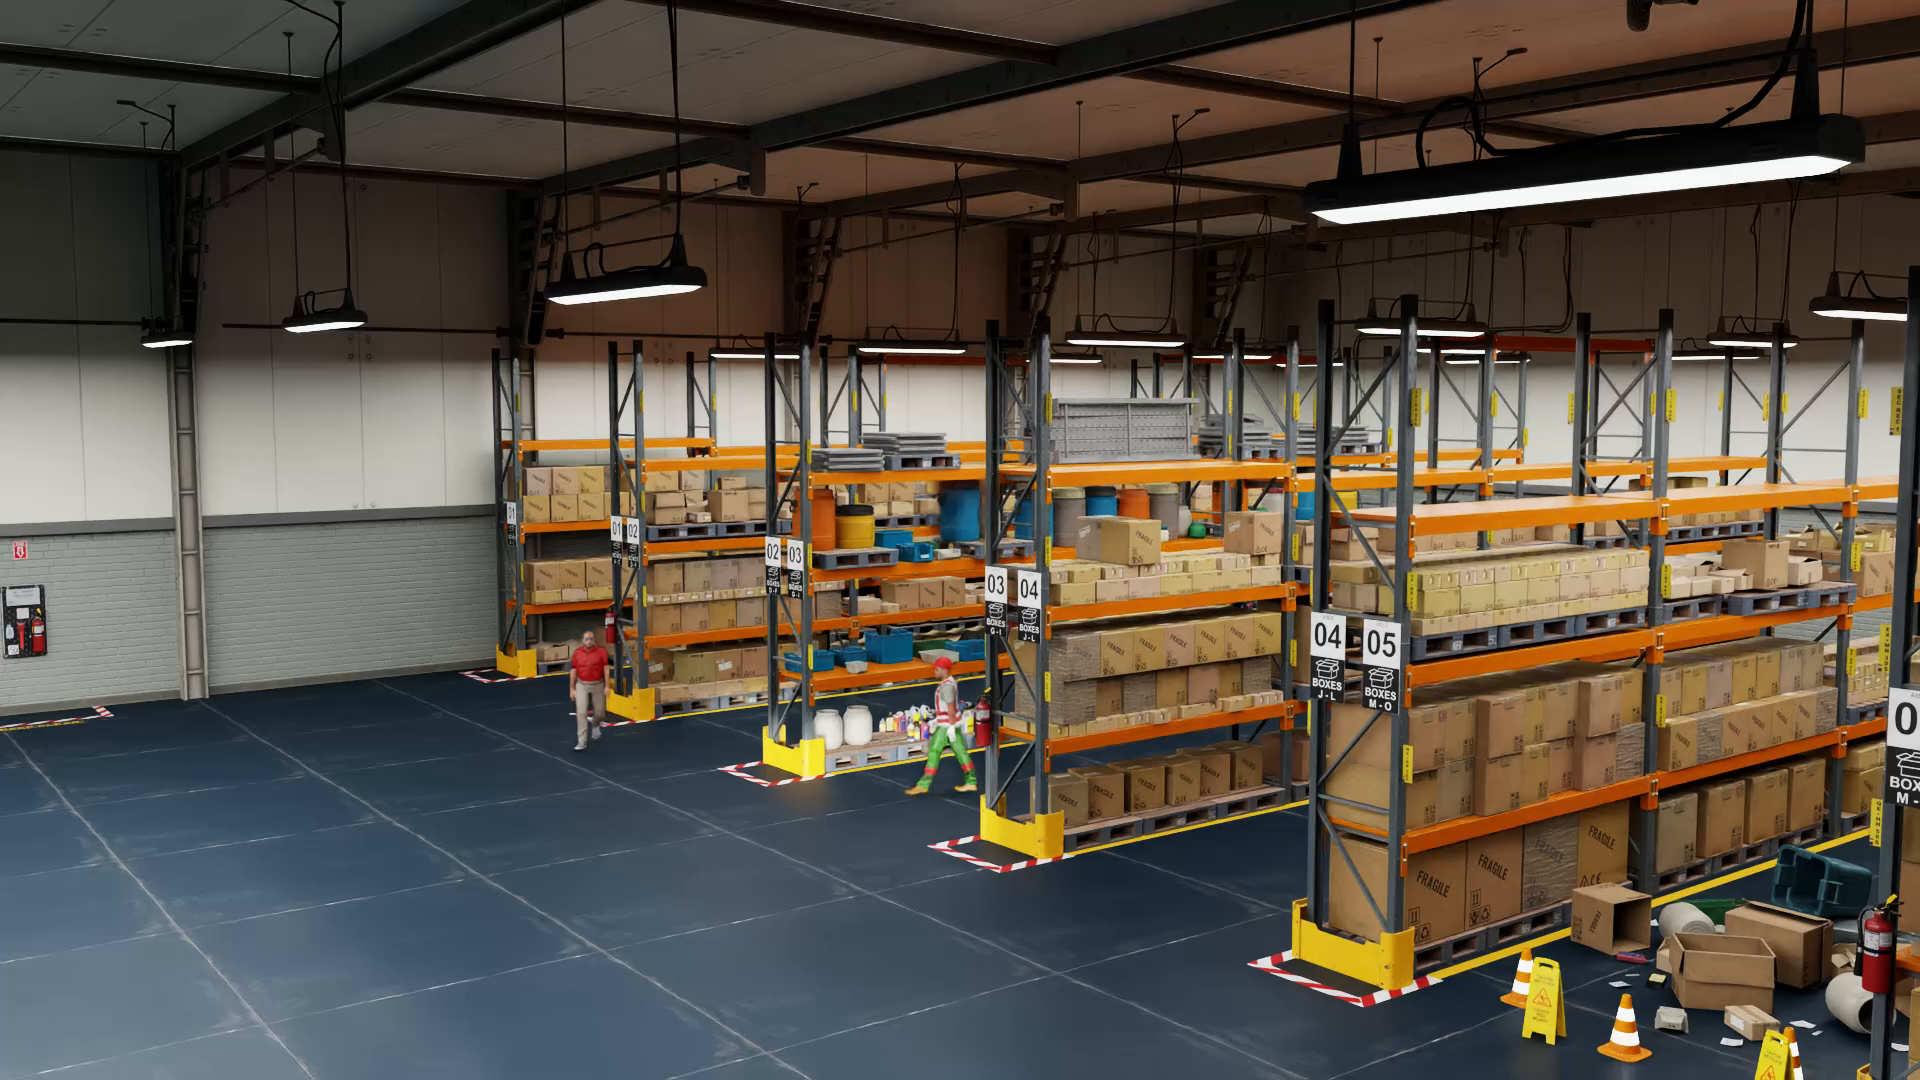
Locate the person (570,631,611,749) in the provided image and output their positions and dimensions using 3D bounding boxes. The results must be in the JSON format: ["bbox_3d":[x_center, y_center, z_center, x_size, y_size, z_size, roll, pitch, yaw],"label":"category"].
[{"bbox_3d":[-5.434,2.212,24.412,0.582,1.597,0.911,-1,5,-10],"label":"person"}]

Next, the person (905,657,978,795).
[{"bbox_3d":[-0.223,2.382,21.458,0.900,1.746,0.563,1,5,9],"label":"person"}]
